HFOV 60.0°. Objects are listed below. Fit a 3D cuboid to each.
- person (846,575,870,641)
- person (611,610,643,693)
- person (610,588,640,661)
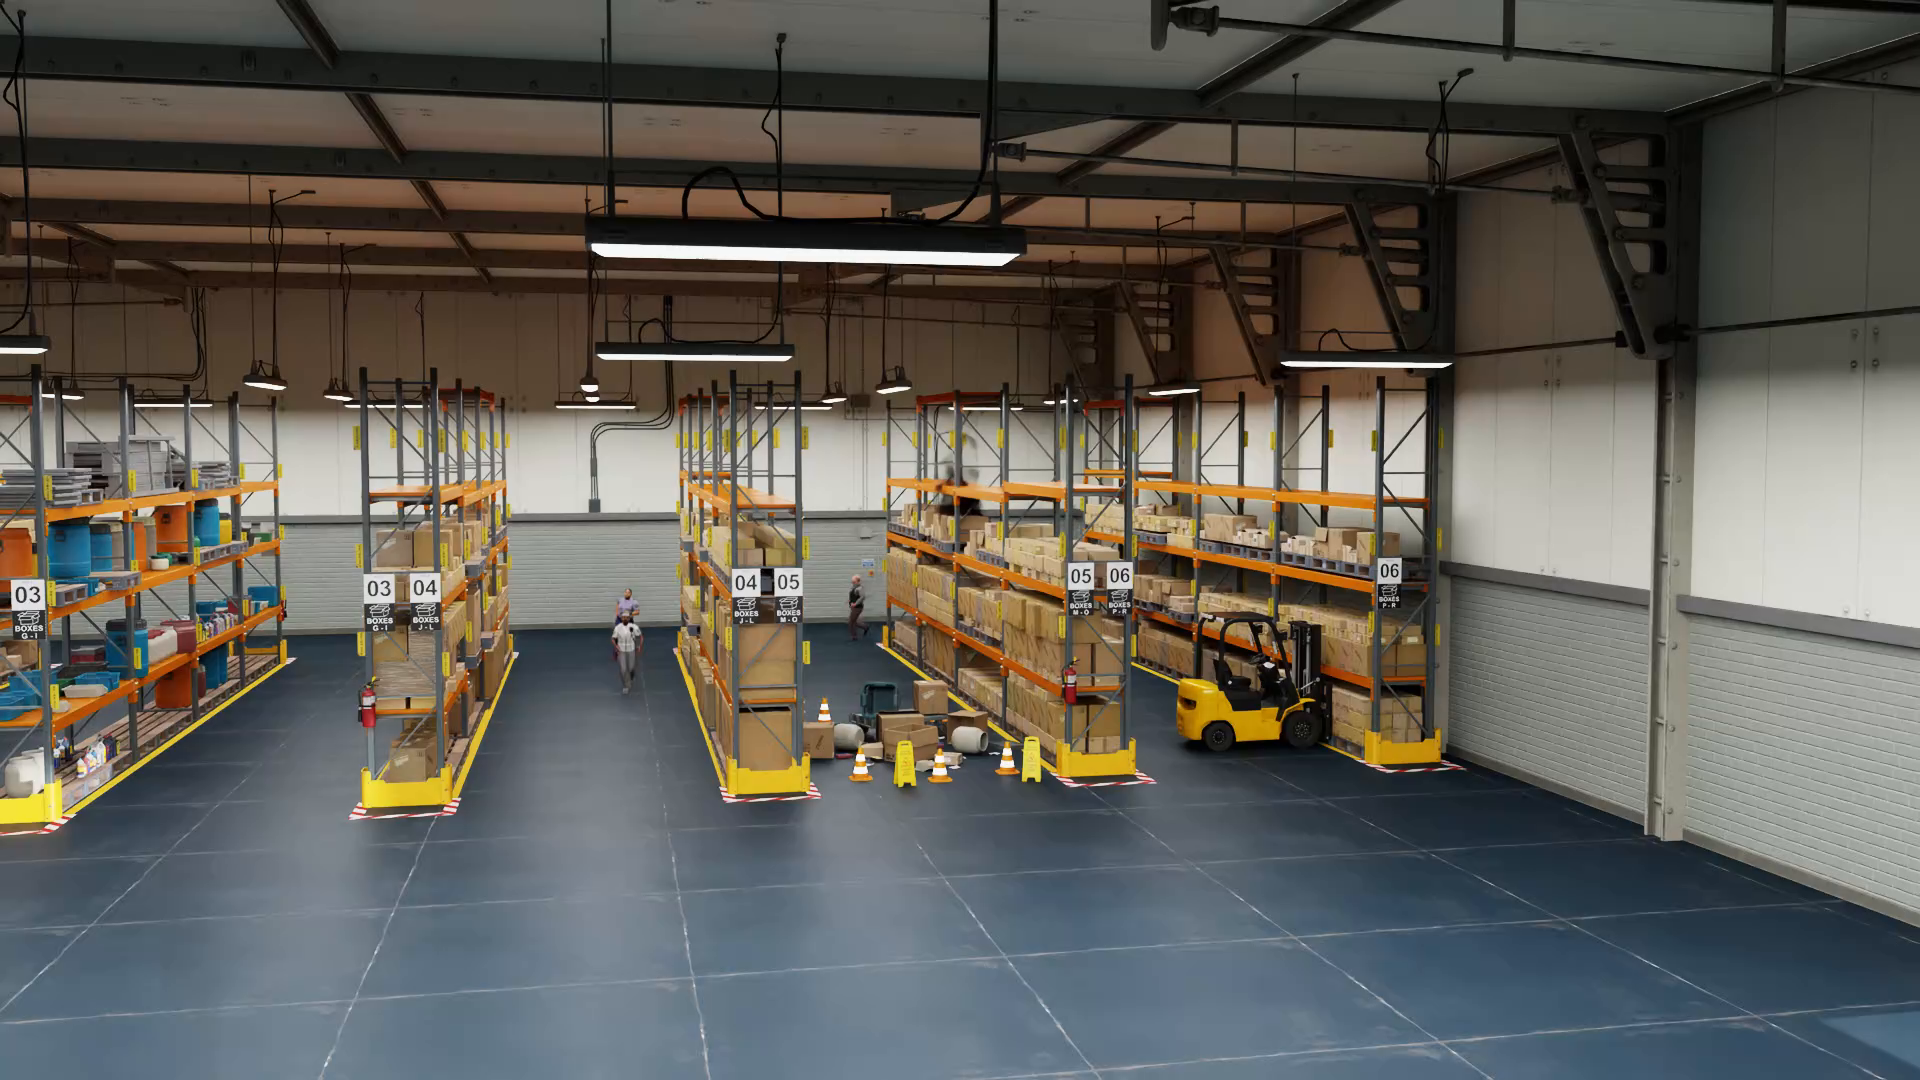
[{"bbox_3d":[-2.519,1.700,41.568,0.642,1.686,0.682,-1,3,-14],"label":"person"},{"bbox_3d":[-6.610,2.210,33.020,0.618,1.654,0.564,-1,3,-9],"label":"person"},{"bbox_3d":[-7.652,1.942,38.173,0.642,1.677,0.750,0,3,1],"label":"person"}]
